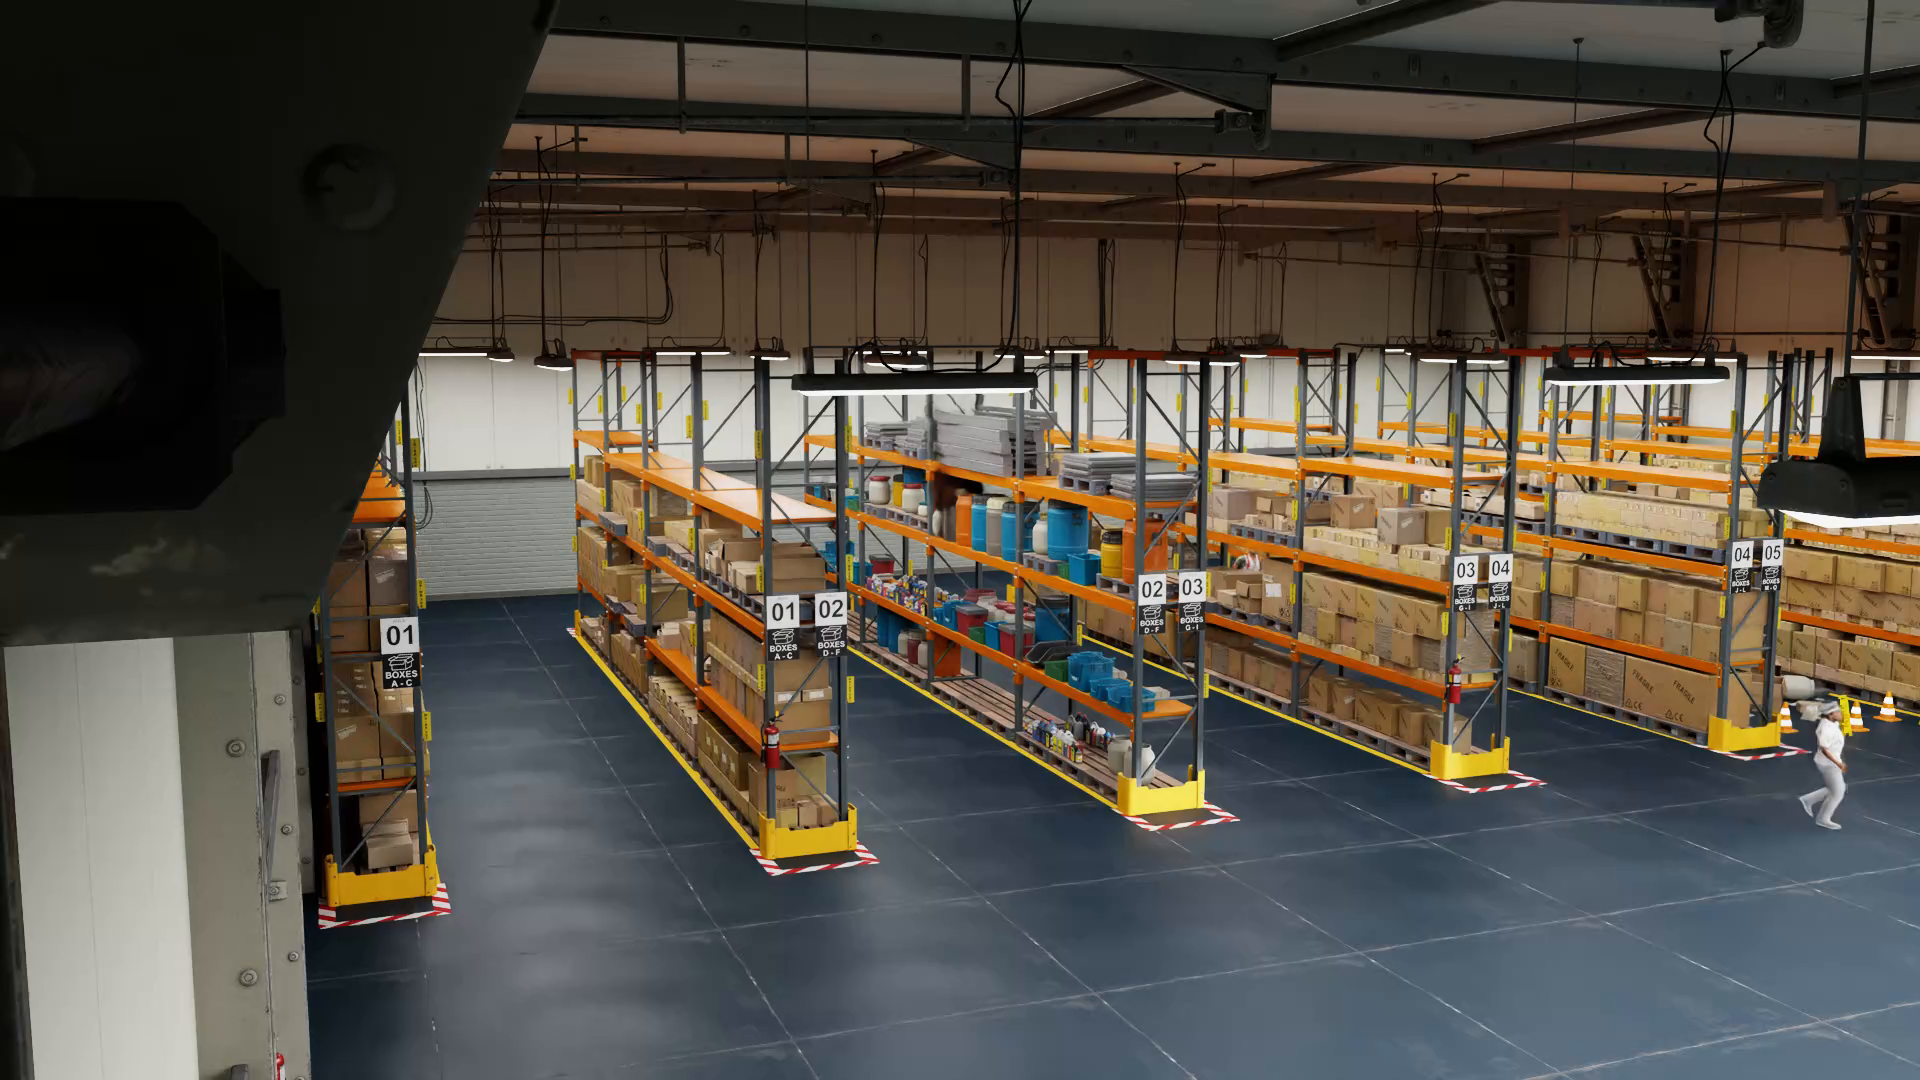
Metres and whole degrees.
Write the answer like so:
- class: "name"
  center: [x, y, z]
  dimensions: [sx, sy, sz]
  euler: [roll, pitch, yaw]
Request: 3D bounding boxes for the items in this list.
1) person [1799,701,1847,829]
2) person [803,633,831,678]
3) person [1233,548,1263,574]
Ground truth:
- class: "person"
  center: [11.104, 2.869, 21.360]
  dimensions: [0.528, 1.672, 0.575]
  euler: [3, 8, 22]
- class: "person"
  center: [-2.576, 1.495, 29.393]
  dimensions: [0.650, 1.820, 0.777]
  euler: [-5, 8, -33]
- class: "person"
  center: [6.341, 0.929, 36.241]
  dimensions: [0.654, 1.796, 0.993]
  euler: [-3, 8, -23]
